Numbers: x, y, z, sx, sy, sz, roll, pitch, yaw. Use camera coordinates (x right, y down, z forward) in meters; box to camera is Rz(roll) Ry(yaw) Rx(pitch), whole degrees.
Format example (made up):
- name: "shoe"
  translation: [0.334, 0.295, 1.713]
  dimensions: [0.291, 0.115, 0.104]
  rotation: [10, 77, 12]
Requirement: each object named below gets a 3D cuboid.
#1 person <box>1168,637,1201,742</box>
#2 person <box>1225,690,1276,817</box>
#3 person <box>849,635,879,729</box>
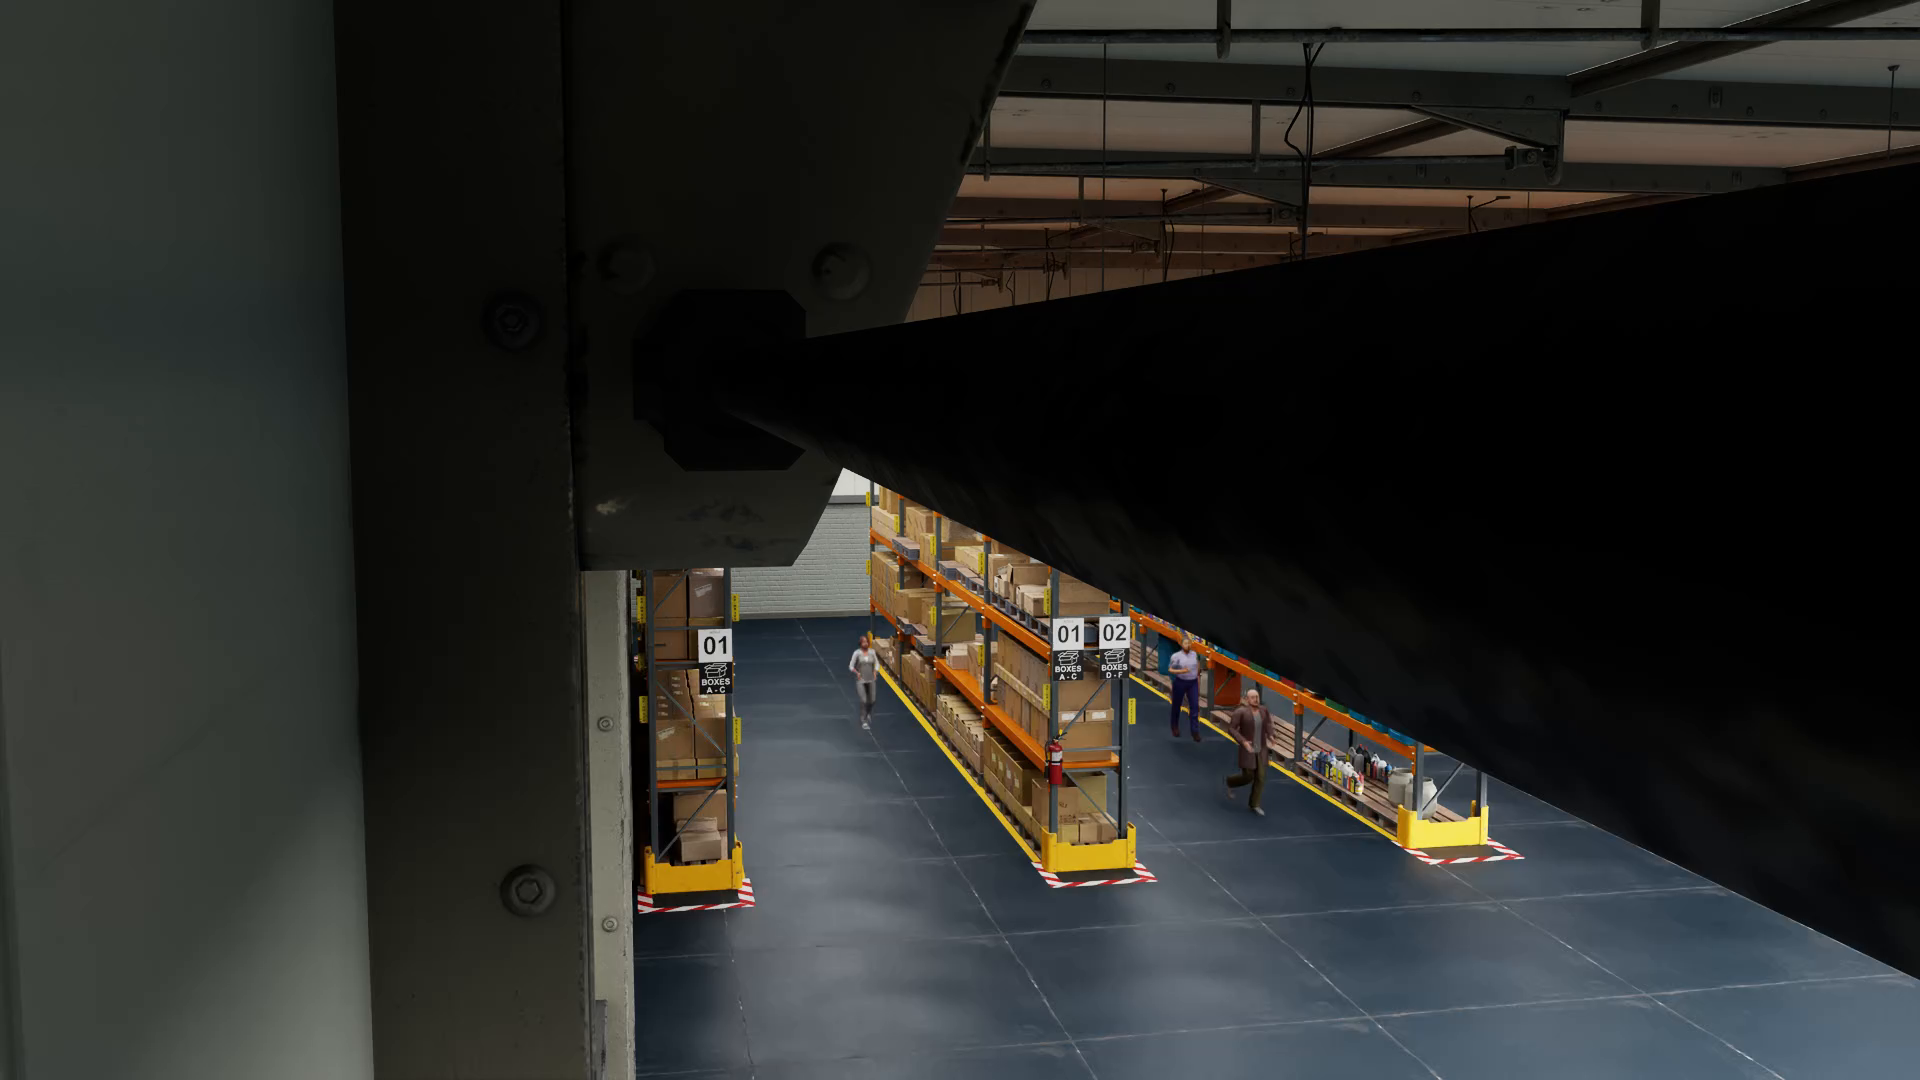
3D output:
- name: "person"
  translation: [3.684, 2.429, 27.111]
  dimensions: [0.602, 1.680, 0.881]
  rotation: [-1, 6, -12]
- name: "person"
  translation: [4.151, 2.997, 23.732]
  dimensions: [0.716, 1.764, 0.827]
  rotation: [-2, 6, -19]
- name: "person"
  translation: [-1.578, 2.374, 27.717]
  dimensions: [0.532, 1.557, 0.515]
  rotation: [-2, 6, -16]
